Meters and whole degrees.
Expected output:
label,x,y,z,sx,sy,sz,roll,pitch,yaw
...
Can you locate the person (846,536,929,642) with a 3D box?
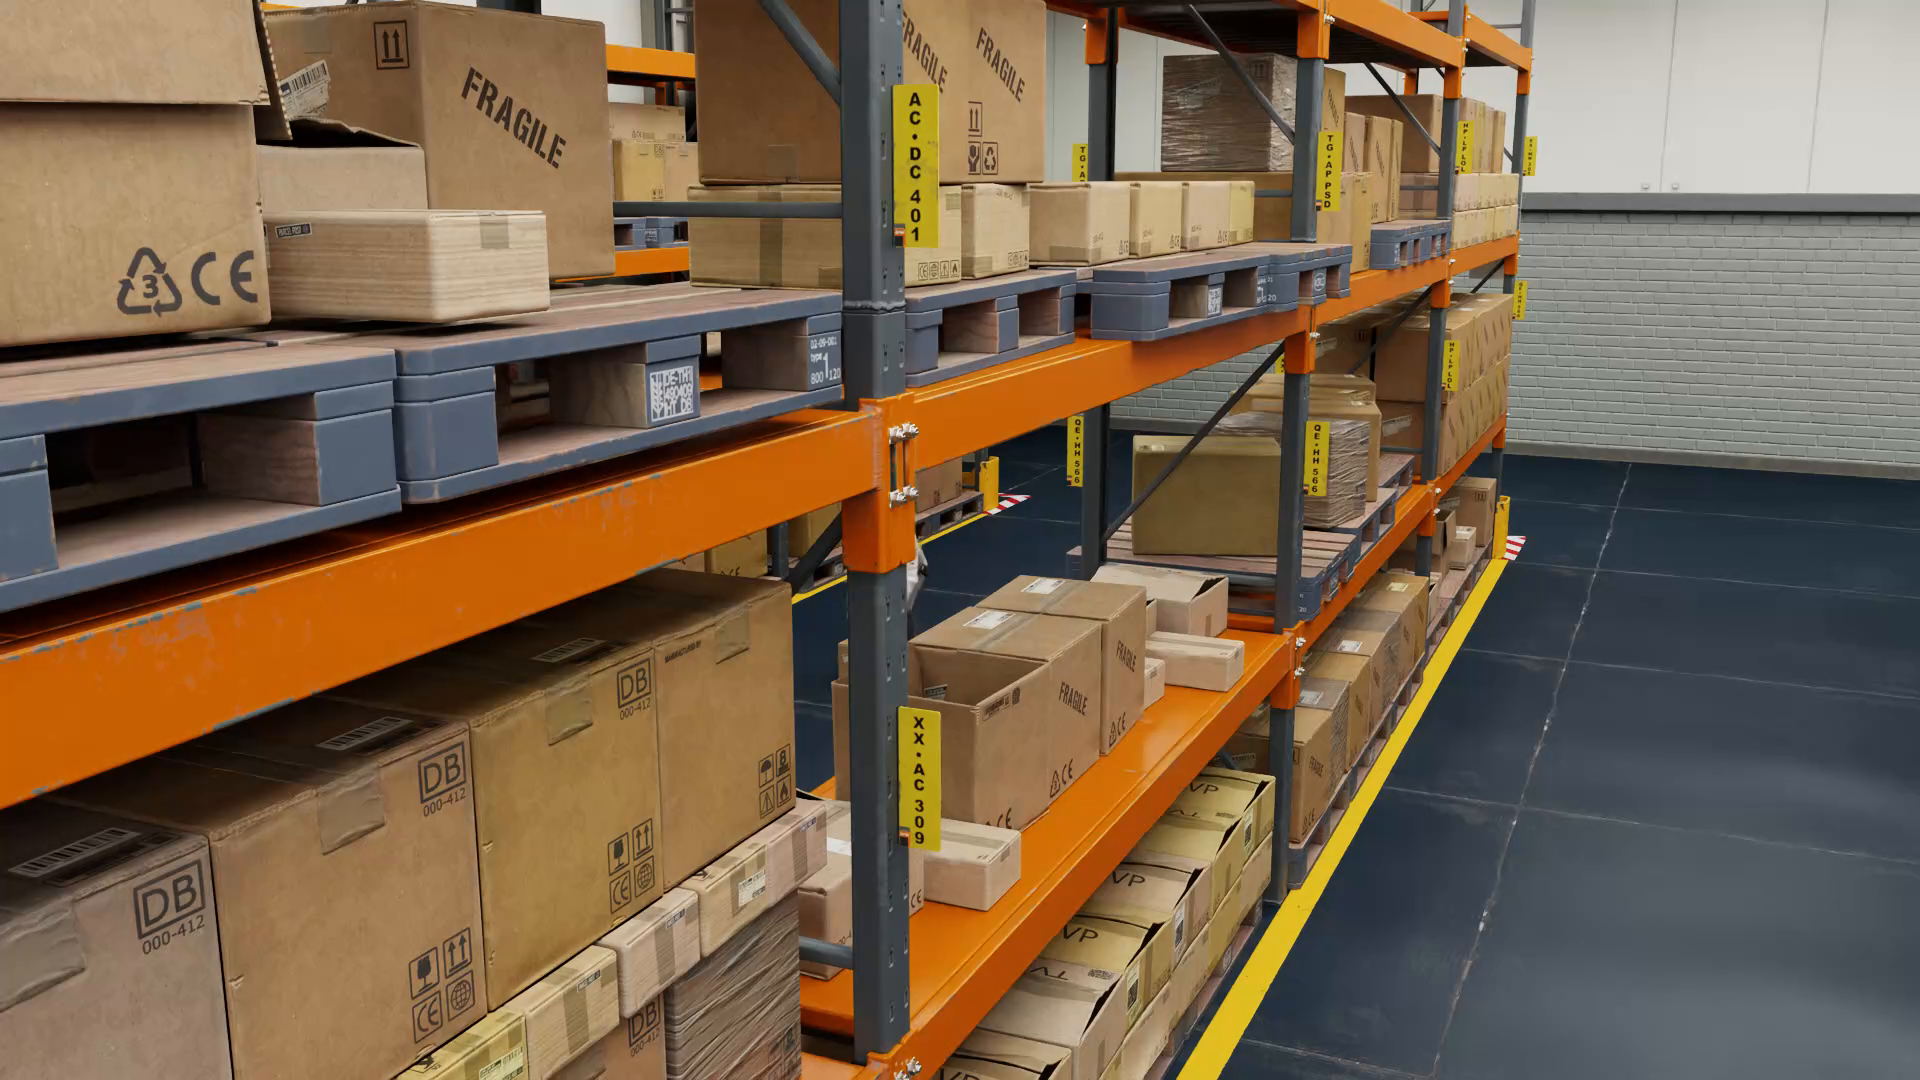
label,x,y,z,sx,sy,sz,roll,pitch,yaw
person,-0.476,0.291,11.346,0.518,1.154,0.804,5,13,23
